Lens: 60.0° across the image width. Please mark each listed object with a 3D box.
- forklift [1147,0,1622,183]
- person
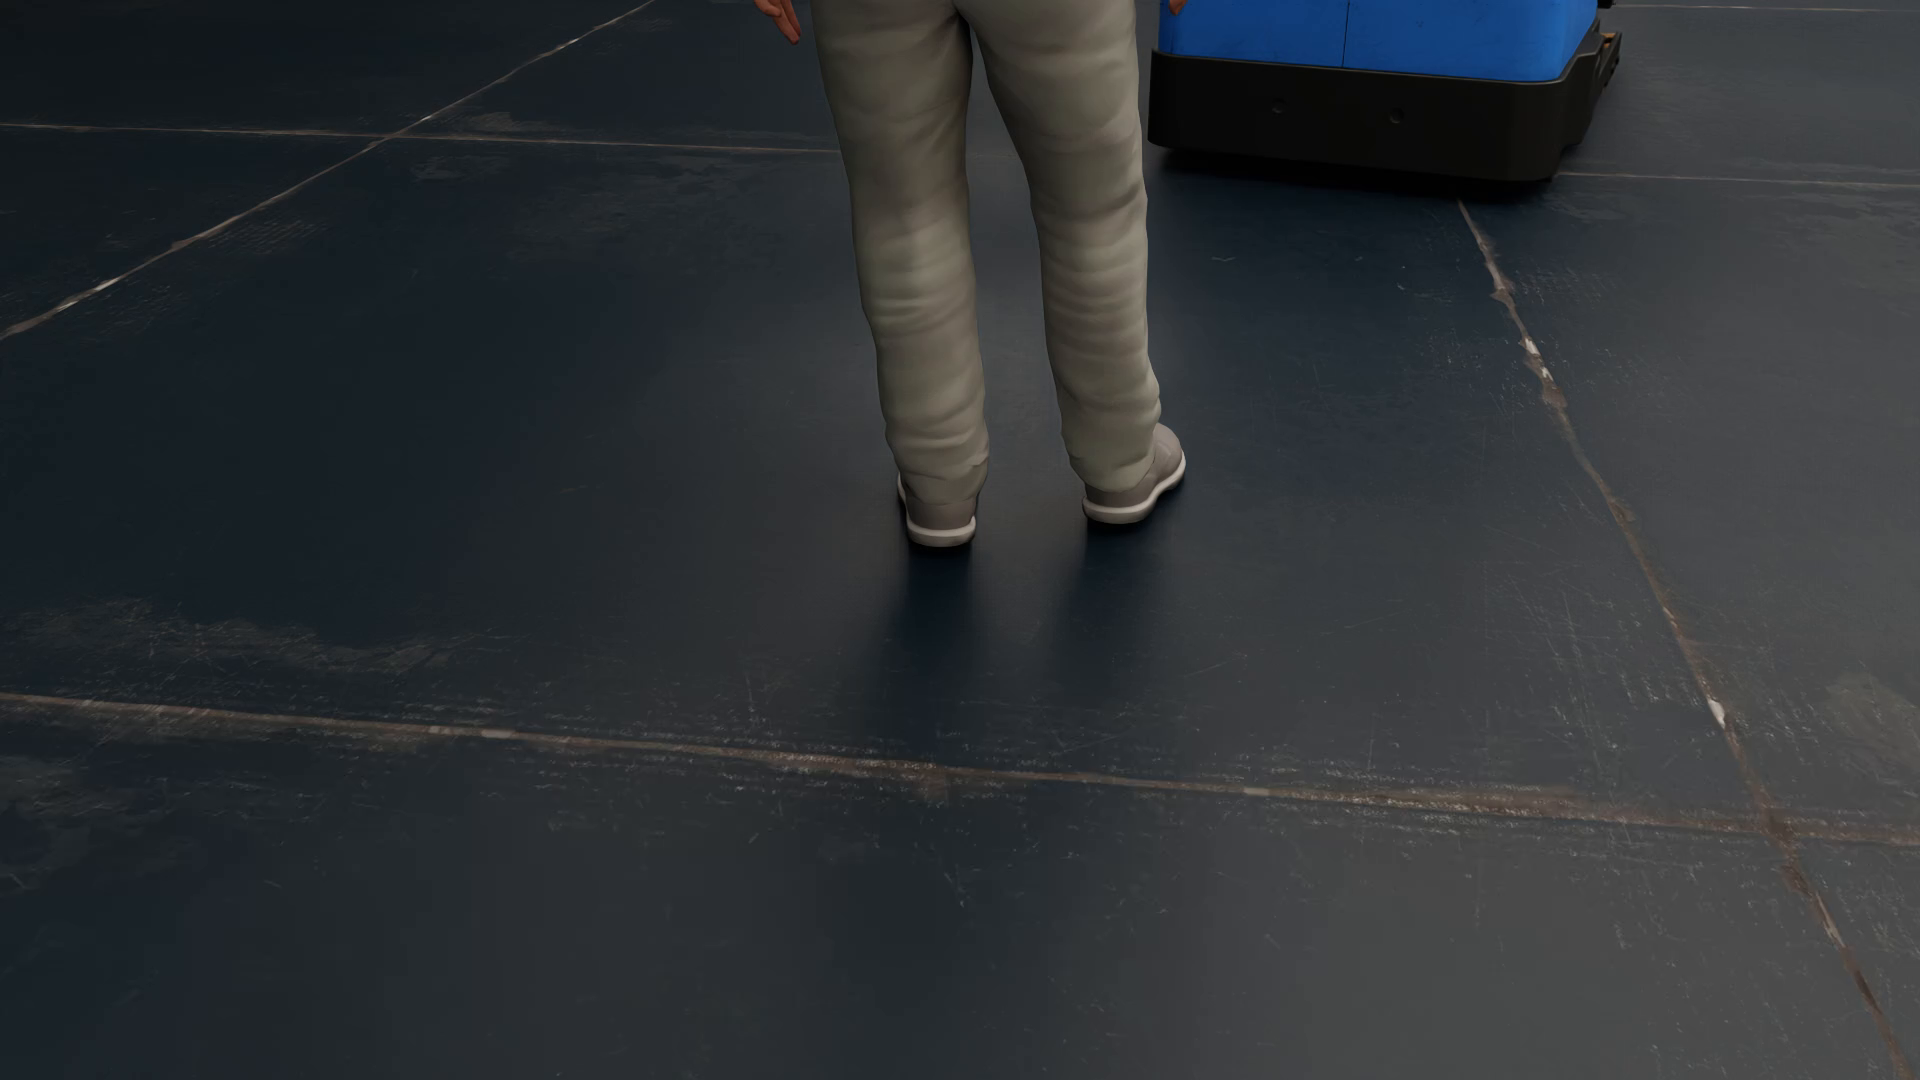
[{"bbox_3d":[1.568,-2.831,4.891,1.130,2.935,3.031,11,29,21],"label":"forklift"},{"bbox_3d":[0.023,-0.837,2.166,0.640,1.781,0.575,3,27,7],"label":"person"}]
